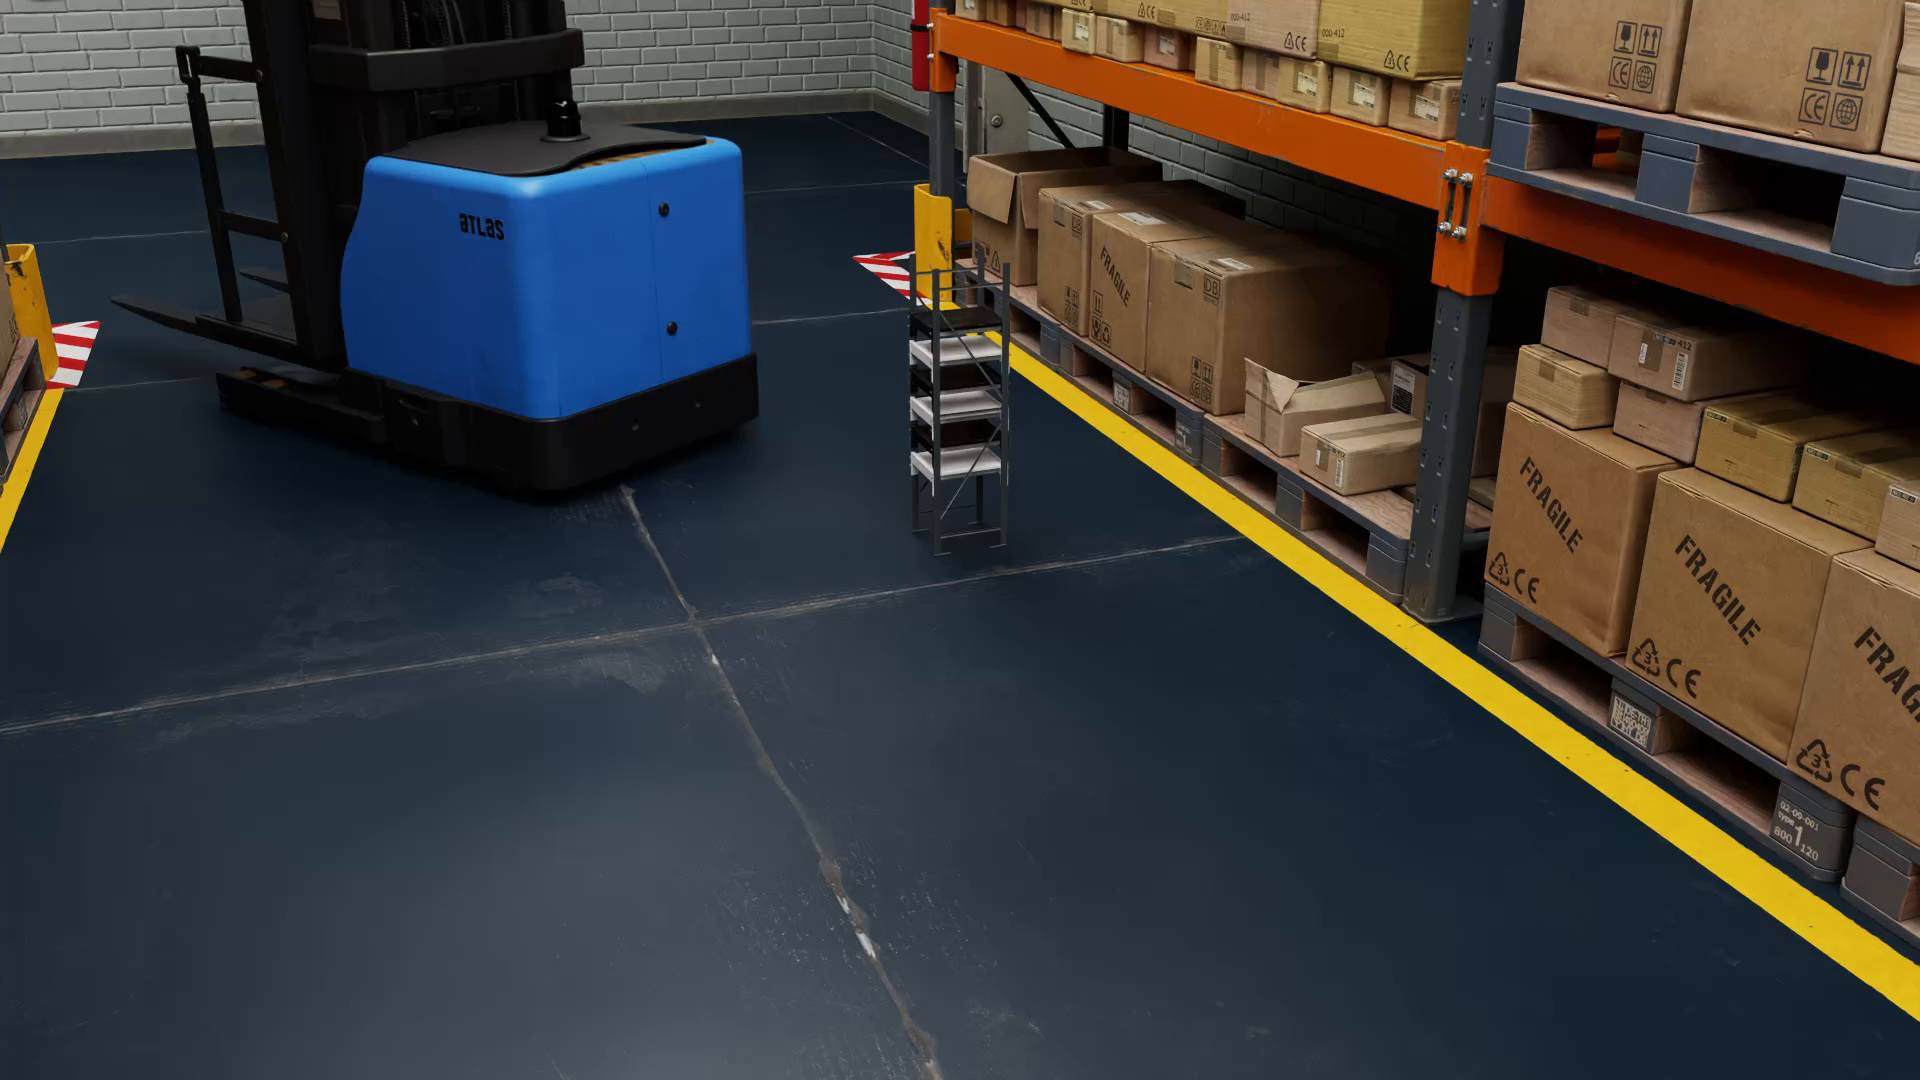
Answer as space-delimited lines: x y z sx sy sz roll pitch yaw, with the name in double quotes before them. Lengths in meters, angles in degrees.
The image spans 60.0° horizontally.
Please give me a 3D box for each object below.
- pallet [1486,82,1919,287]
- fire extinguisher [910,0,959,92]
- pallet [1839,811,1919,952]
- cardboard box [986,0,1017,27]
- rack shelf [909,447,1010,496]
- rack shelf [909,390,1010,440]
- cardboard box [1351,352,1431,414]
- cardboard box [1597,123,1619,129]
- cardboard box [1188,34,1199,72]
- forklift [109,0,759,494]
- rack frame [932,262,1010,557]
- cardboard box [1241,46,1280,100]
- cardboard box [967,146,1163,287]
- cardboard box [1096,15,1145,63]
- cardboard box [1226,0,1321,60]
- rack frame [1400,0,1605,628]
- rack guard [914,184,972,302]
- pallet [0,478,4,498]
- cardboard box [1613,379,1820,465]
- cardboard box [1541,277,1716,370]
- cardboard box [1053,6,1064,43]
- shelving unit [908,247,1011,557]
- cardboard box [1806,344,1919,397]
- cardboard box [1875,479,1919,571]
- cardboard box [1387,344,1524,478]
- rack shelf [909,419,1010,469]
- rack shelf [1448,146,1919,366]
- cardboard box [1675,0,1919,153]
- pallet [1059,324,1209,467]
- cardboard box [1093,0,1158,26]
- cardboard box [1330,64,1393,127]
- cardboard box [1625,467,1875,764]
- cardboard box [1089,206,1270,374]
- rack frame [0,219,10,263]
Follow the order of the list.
"pallet" 1.934 -0.834 3.613 1.003 0.211 1.213 -8 24 -19
"fire extinguisher" -0.143 -2.464 7.813 0.296 0.674 0.183 -8 24 -19
"pallet" 2.512 0.792 3.100 1.003 0.211 1.213 -8 24 -19
"cardboard box" 0.334 -2.322 7.221 0.380 0.149 0.250 -8 24 -18
"rack shelf" -0.003 -0.221 5.165 0.258 0.077 0.200 -8 24 -19
"rack shelf" -0.003 -0.387 5.095 0.258 0.077 0.200 -8 24 -19
"cardboard box" 1.589 -0.537 5.793 0.380 0.149 0.250 -9 24 -20
"cardboard box" 1.891 -1.271 4.728 0.380 0.149 0.250 -8 24 -19
"cardboard box" 1.008 -1.673 5.680 0.380 0.149 0.250 -8 24 -18
"forklift" -2.235 -1.941 6.082 3.031 2.935 1.130 16 28 33
"rack frame" 0.033 -0.381 4.995 0.240 0.900 0.006 -8 24 -19
"cardboard box" 1.111 -1.475 5.210 0.380 0.149 0.250 -8 24 -18
"cardboard box" 0.469 -1.489 7.594 0.797 0.503 0.637 -9 25 -21
"cardboard box" 0.721 -1.840 6.078 0.380 0.149 0.250 -8 24 -18
"cardboard box" 1.155 -1.627 5.058 0.500 0.250 0.500 -8 24 -19
"rack frame" 1.754 -1.228 4.300 1.000 3.000 0.127 -8 24 -19
"rack guard" 0.368 -1.501 8.169 1.175 0.500 0.348 -8 24 -19
"pallet" -3.518 0.009 4.957 1.003 0.211 1.213 -8 24 -19
"cardboard box" 1.802 -0.311 3.969 0.380 0.149 0.250 -9 24 -20
"cardboard box" 1.689 -0.547 4.144 0.380 0.149 0.250 -9 24 -20
"cardboard box" 0.590 -2.035 6.540 0.380 0.149 0.250 -8 24 -18
"shelving unit" -0.003 -0.418 5.082 0.258 0.900 0.210 -8 24 -19
"cardboard box" 2.252 -0.379 4.130 0.380 0.149 0.250 -8 24 -19
"cardboard box" 2.067 -0.026 3.292 0.380 0.149 0.250 -8 24 -19
"cardboard box" 1.742 -0.455 5.388 0.500 0.311 0.500 -7 24 -17
"rack shelf" -0.003 -0.304 5.130 0.258 0.077 0.200 -8 24 -19
"rack shelf" 2.461 -0.169 2.716 1.077 0.370 4.000 -8 24 -19
"cardboard box" 1.899 -1.073 3.263 0.700 0.500 0.500 -8 24 -18
"pallet" 1.078 -0.636 6.488 1.003 0.211 1.213 -8 24 -19
"cardboard box" 0.810 -1.997 5.937 0.500 0.250 0.500 -9 24 -20
"cardboard box" 1.293 -1.285 4.759 0.380 0.149 0.250 -8 24 -18
"cardboard box" 1.912 0.130 3.758 0.500 0.500 0.500 -9 24 -20
"cardboard box" 0.827 -0.966 6.357 0.500 0.500 0.500 -8 24 -18
"rack frame" -4.301 -1.999 6.130 1.000 3.000 0.127 -8 24 -19
